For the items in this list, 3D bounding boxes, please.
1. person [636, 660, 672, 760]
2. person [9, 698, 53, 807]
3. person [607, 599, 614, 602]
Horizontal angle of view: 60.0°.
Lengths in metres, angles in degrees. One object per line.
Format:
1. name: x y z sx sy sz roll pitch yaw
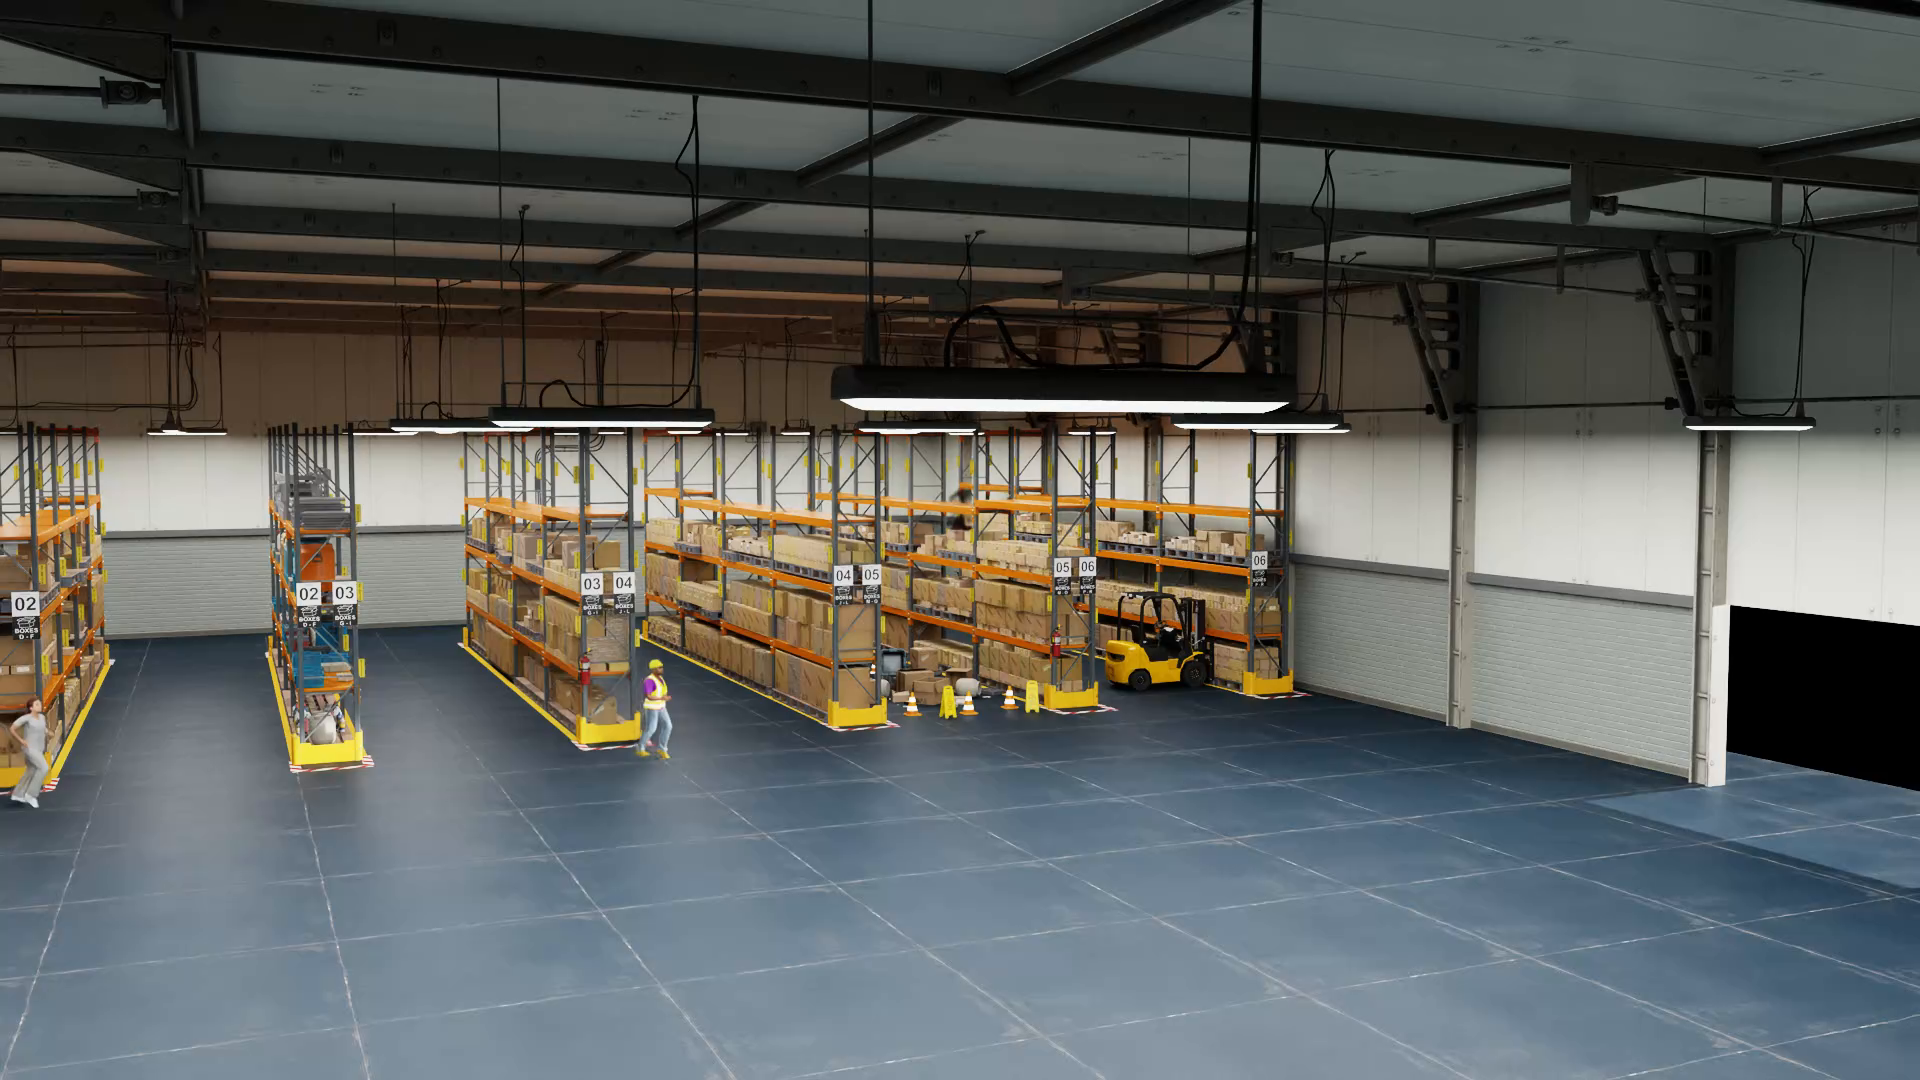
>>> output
1. person: -5.422 3.047 29.650 0.749 1.840 0.716 1 4 19
2. person: -14.492 3.308 25.983 0.660 1.697 0.583 0 4 7
3. person: -9.530 2.075 45.607 0.739 1.764 0.862 -1 4 -12
